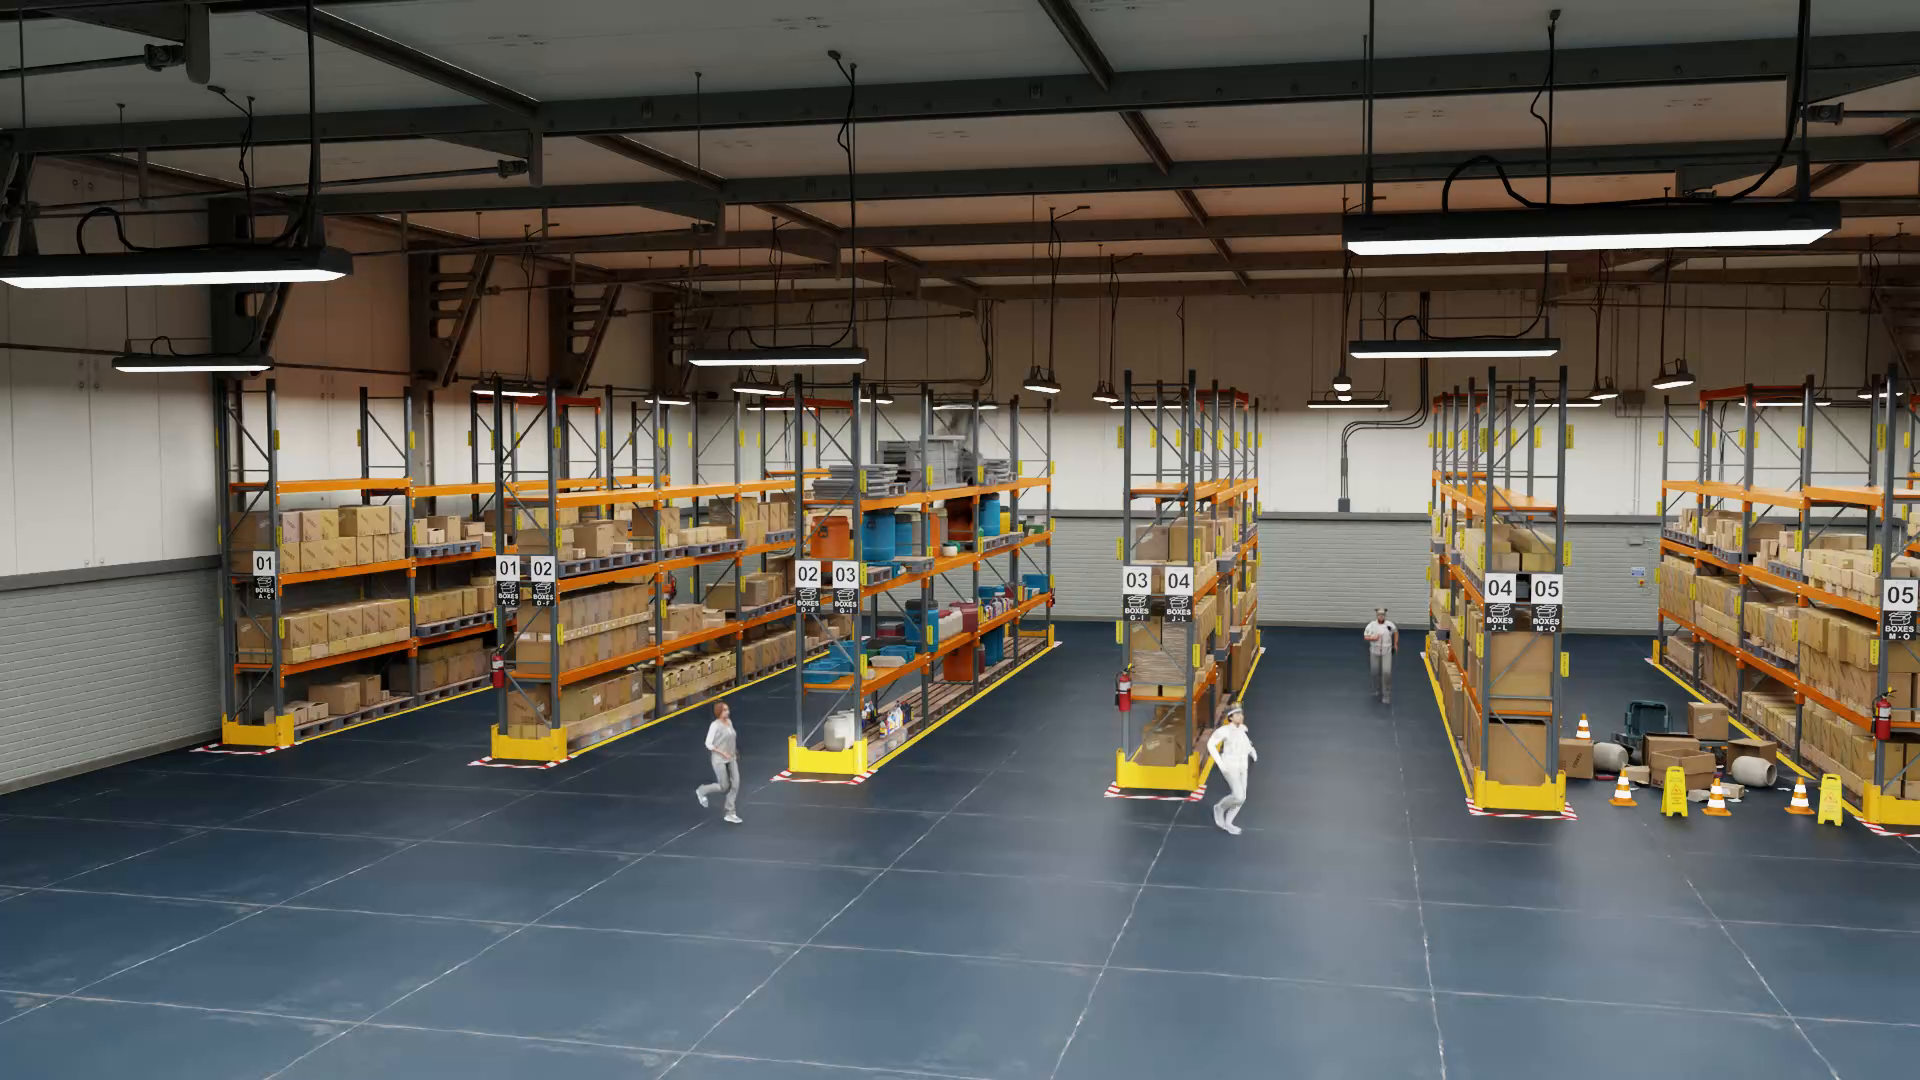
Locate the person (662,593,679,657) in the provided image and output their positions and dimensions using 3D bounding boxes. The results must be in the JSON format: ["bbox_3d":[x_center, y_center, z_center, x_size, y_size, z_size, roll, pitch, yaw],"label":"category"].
[{"bbox_3d":[-6.250,2.016,35.968,0.587,1.768,0.709,1,4,20],"label":"person"}]

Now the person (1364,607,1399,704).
[{"bbox_3d":[8.089,2.198,31.965,0.629,1.835,0.824,1,4,15],"label":"person"}]

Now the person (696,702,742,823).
[{"bbox_3d":[-3.147,2.921,21.886,0.717,1.557,0.536,2,4,32],"label":"person"}]

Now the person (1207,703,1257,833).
[{"bbox_3d":[3.510,2.899,21.124,0.662,1.669,0.510,-2,4,-34],"label":"person"}]
